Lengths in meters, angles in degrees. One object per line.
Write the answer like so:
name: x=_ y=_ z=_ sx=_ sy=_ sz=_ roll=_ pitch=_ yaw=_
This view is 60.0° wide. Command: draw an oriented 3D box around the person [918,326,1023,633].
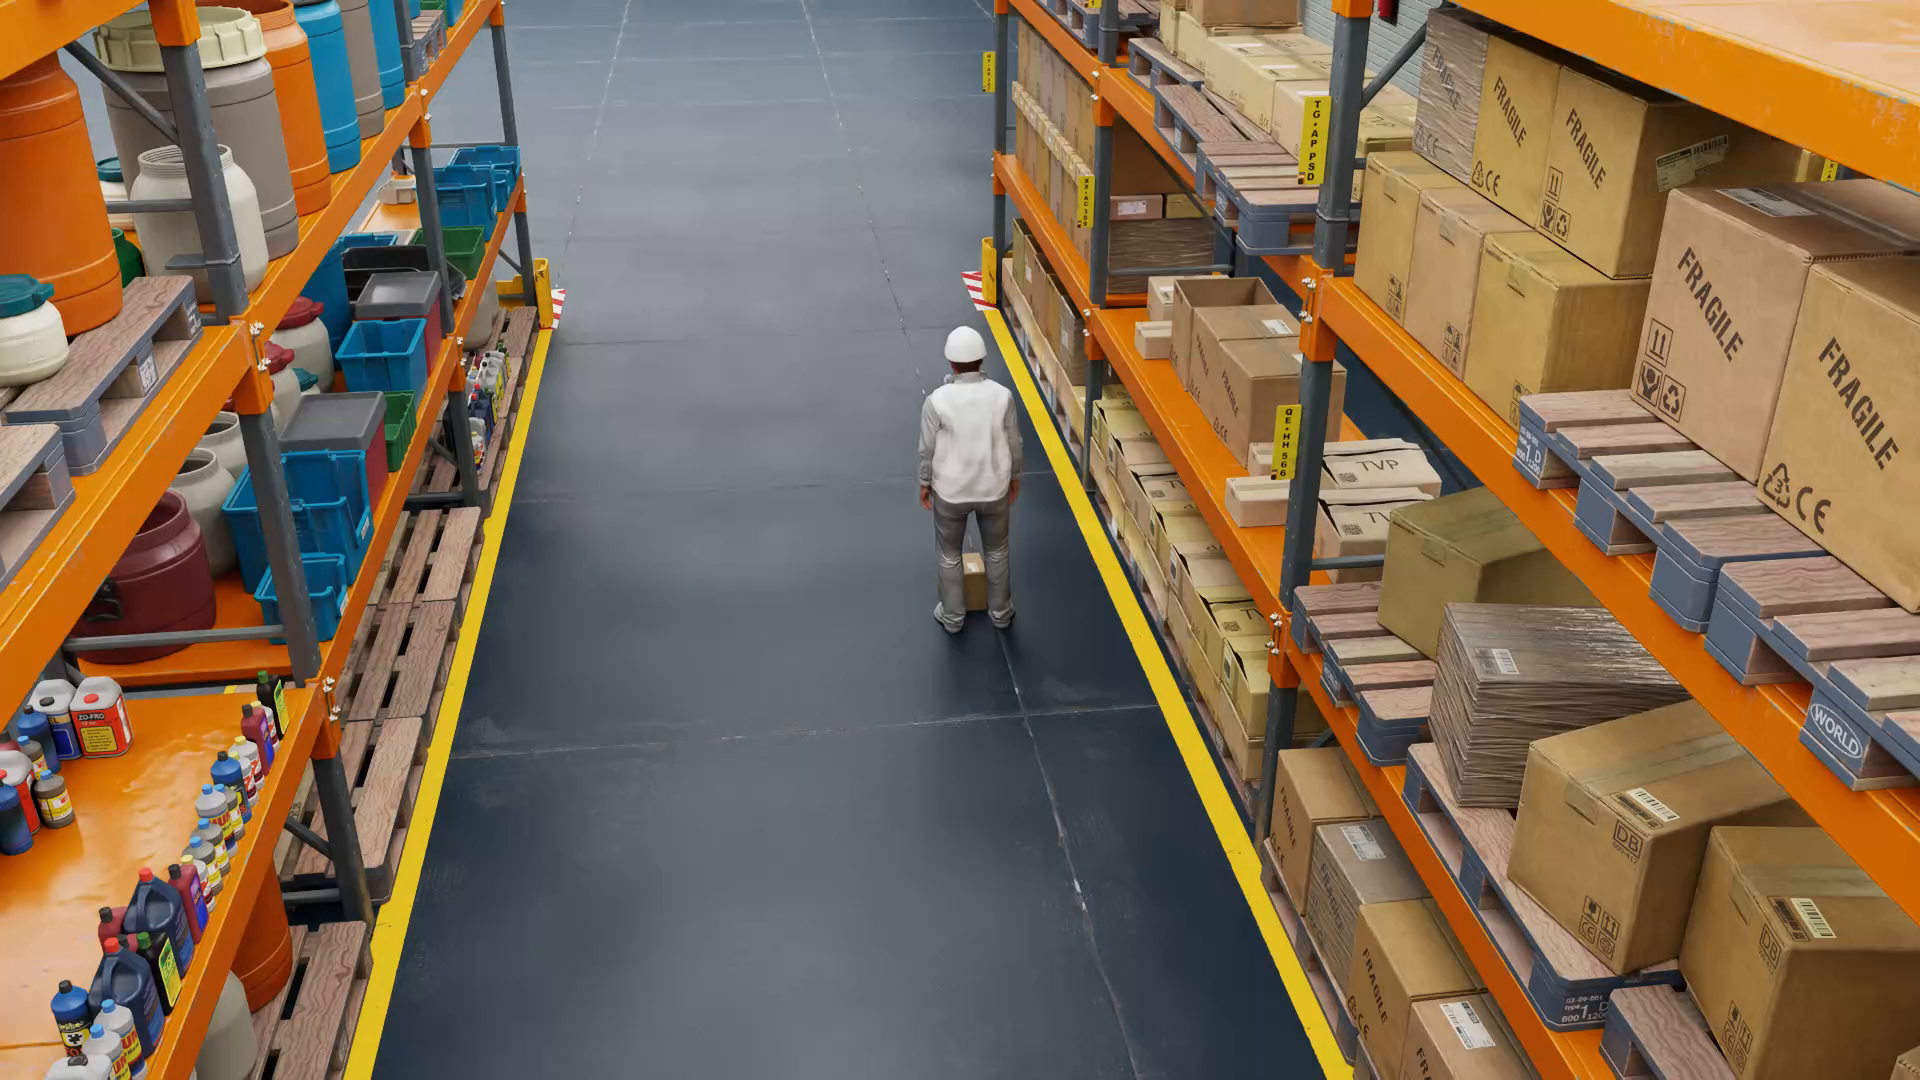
person: x=0.056 y=-0.315 z=9.206 sx=0.582 sy=1.771 sz=0.465 roll=-4 pitch=27 yaw=-8
